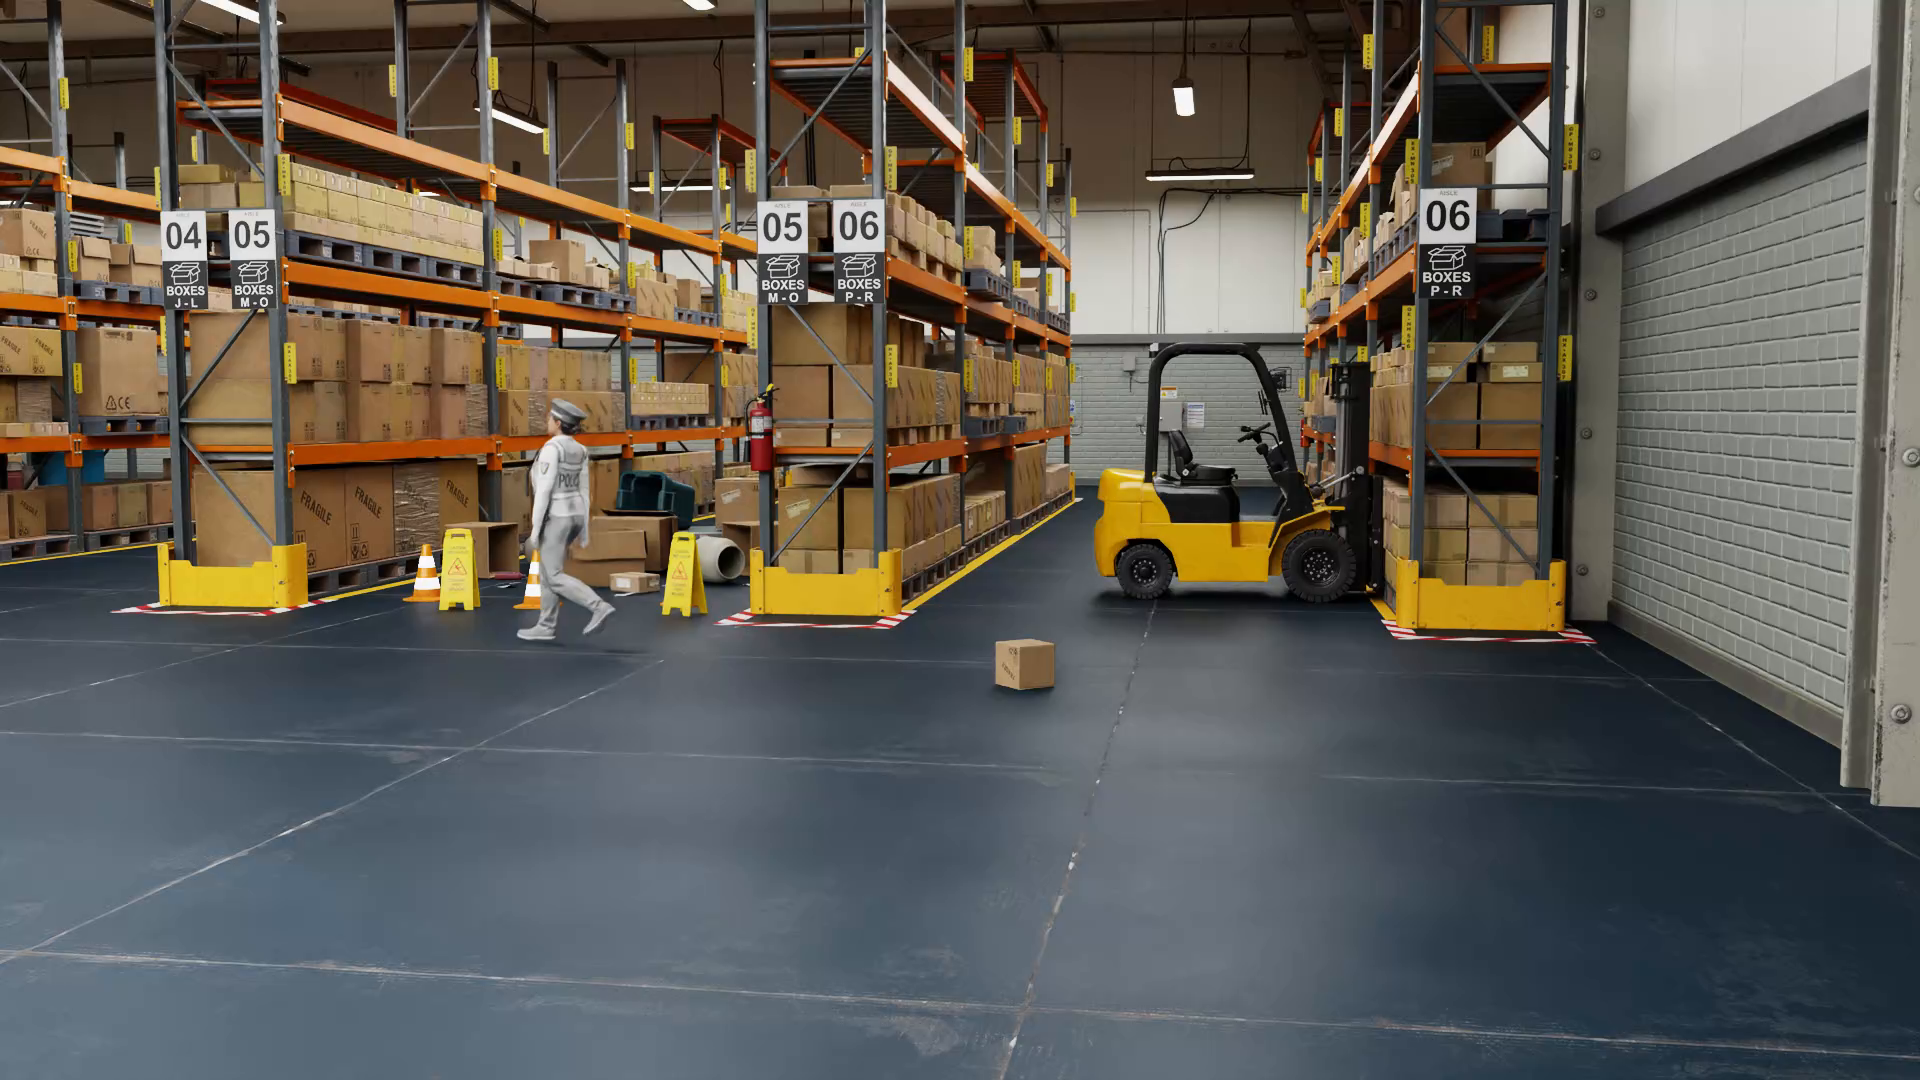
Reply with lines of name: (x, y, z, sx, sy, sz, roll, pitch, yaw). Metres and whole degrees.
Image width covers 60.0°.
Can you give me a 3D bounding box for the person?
person: (-2.675, -0.132, 11.239, 0.837, 1.659, 0.488, 2, 5, 19)
